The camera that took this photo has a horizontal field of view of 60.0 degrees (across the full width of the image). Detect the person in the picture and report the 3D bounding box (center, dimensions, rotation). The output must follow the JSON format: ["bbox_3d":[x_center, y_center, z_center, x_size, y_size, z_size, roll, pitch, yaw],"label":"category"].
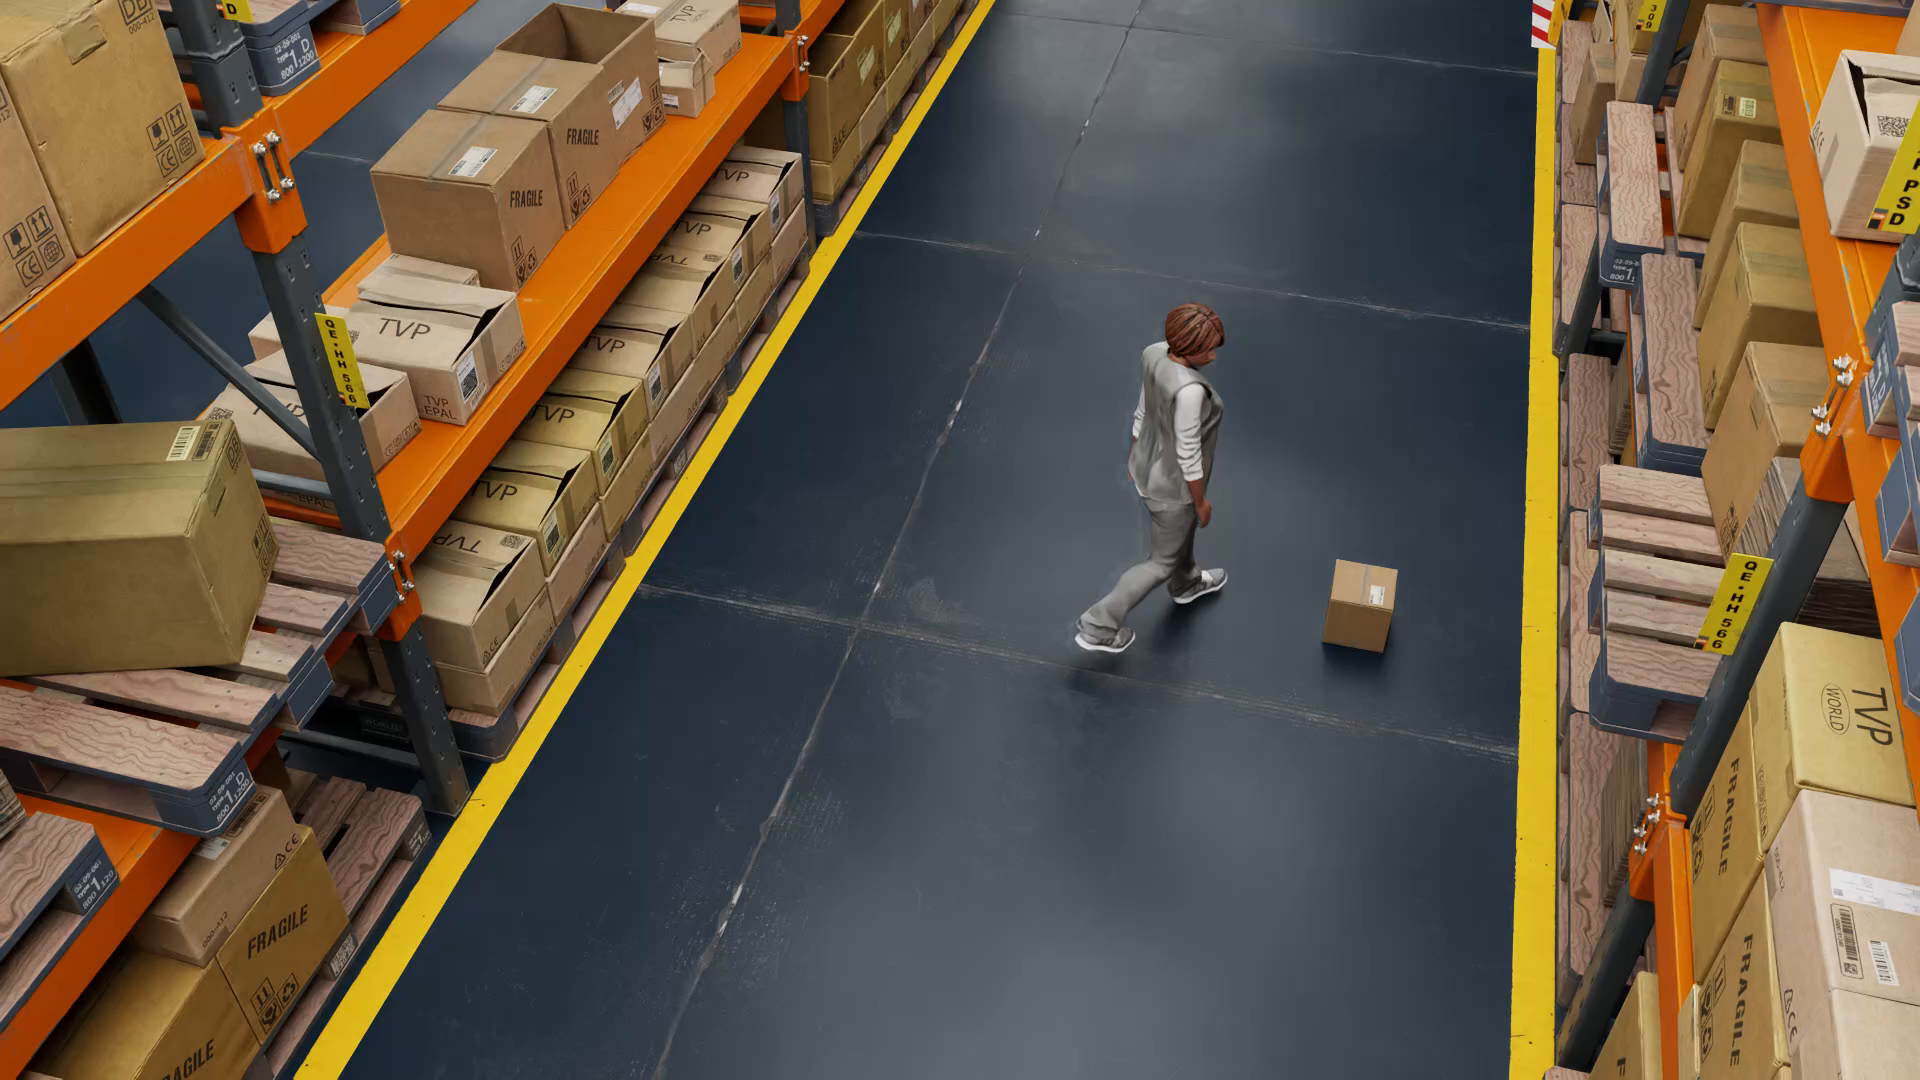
[{"bbox_3d":[0.805,-0.239,6.424,0.791,1.565,0.441,-11,43,-12],"label":"person"}]
